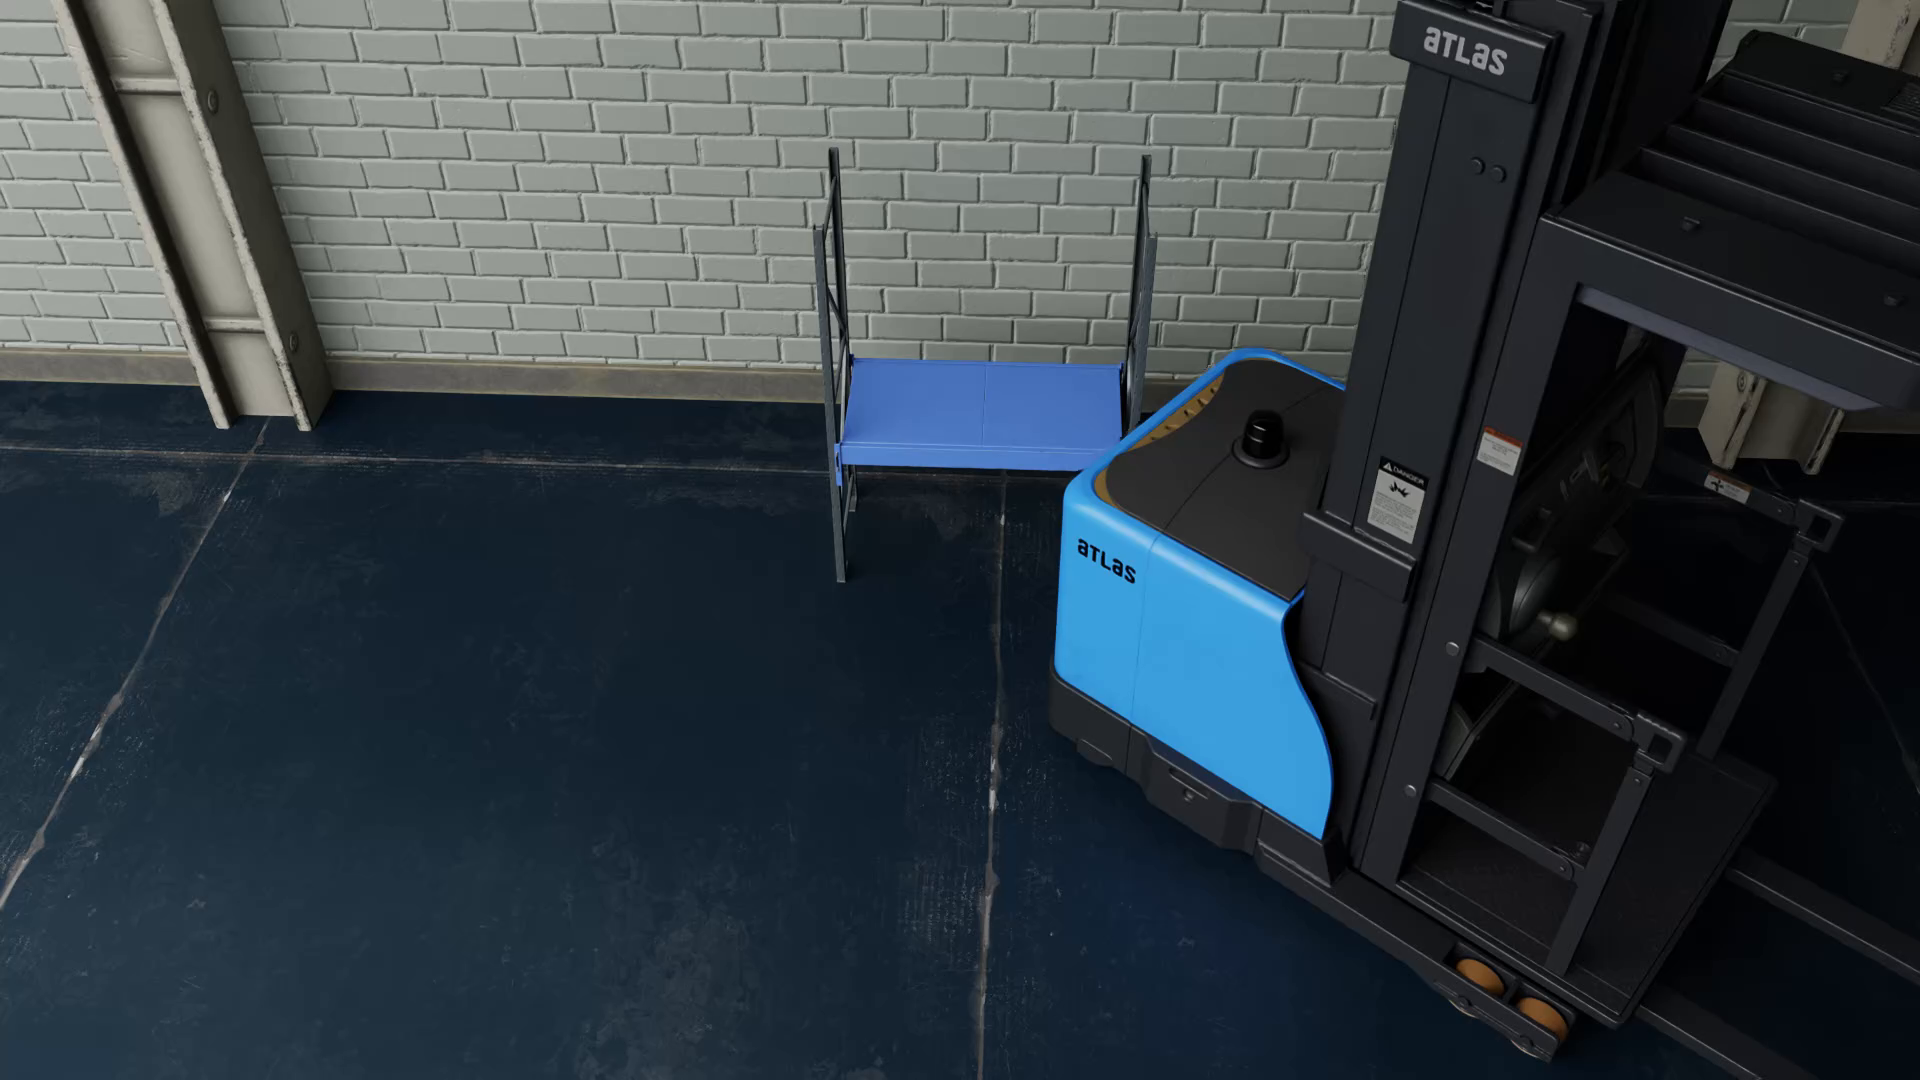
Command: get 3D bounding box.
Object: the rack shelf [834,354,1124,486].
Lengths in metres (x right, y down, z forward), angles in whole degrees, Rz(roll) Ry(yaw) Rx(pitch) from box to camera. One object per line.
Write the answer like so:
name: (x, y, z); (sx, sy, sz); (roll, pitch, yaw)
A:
rack shelf: (0.085, -0.415, 5.859); (1.000, 0.185, 0.538); (2, 43, 2)

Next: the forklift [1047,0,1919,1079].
forklift: (1.731, -0.028, 4.130); (3.031, 2.935, 1.130); (31, 51, 29)

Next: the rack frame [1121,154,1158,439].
rack frame: (0.593, -0.531, 5.719); (0.032, 1.500, 0.500); (2, 43, 2)

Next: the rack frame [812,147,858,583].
rack frame: (-0.423, -0.562, 5.753); (0.032, 1.500, 0.500); (2, 43, 2)

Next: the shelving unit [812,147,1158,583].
shelving unit: (0.085, -0.546, 5.736); (1.048, 1.500, 0.538); (2, 43, 2)

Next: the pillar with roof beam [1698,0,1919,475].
pillar with roof beam: (2.990, -0.729, 0.431); (0.400, 9.000, 9.100); (2, 43, 2)

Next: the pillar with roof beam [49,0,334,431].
pillar with roof beam: (-3.004, -0.914, 0.629); (0.400, 9.000, 9.100); (2, 43, 2)
